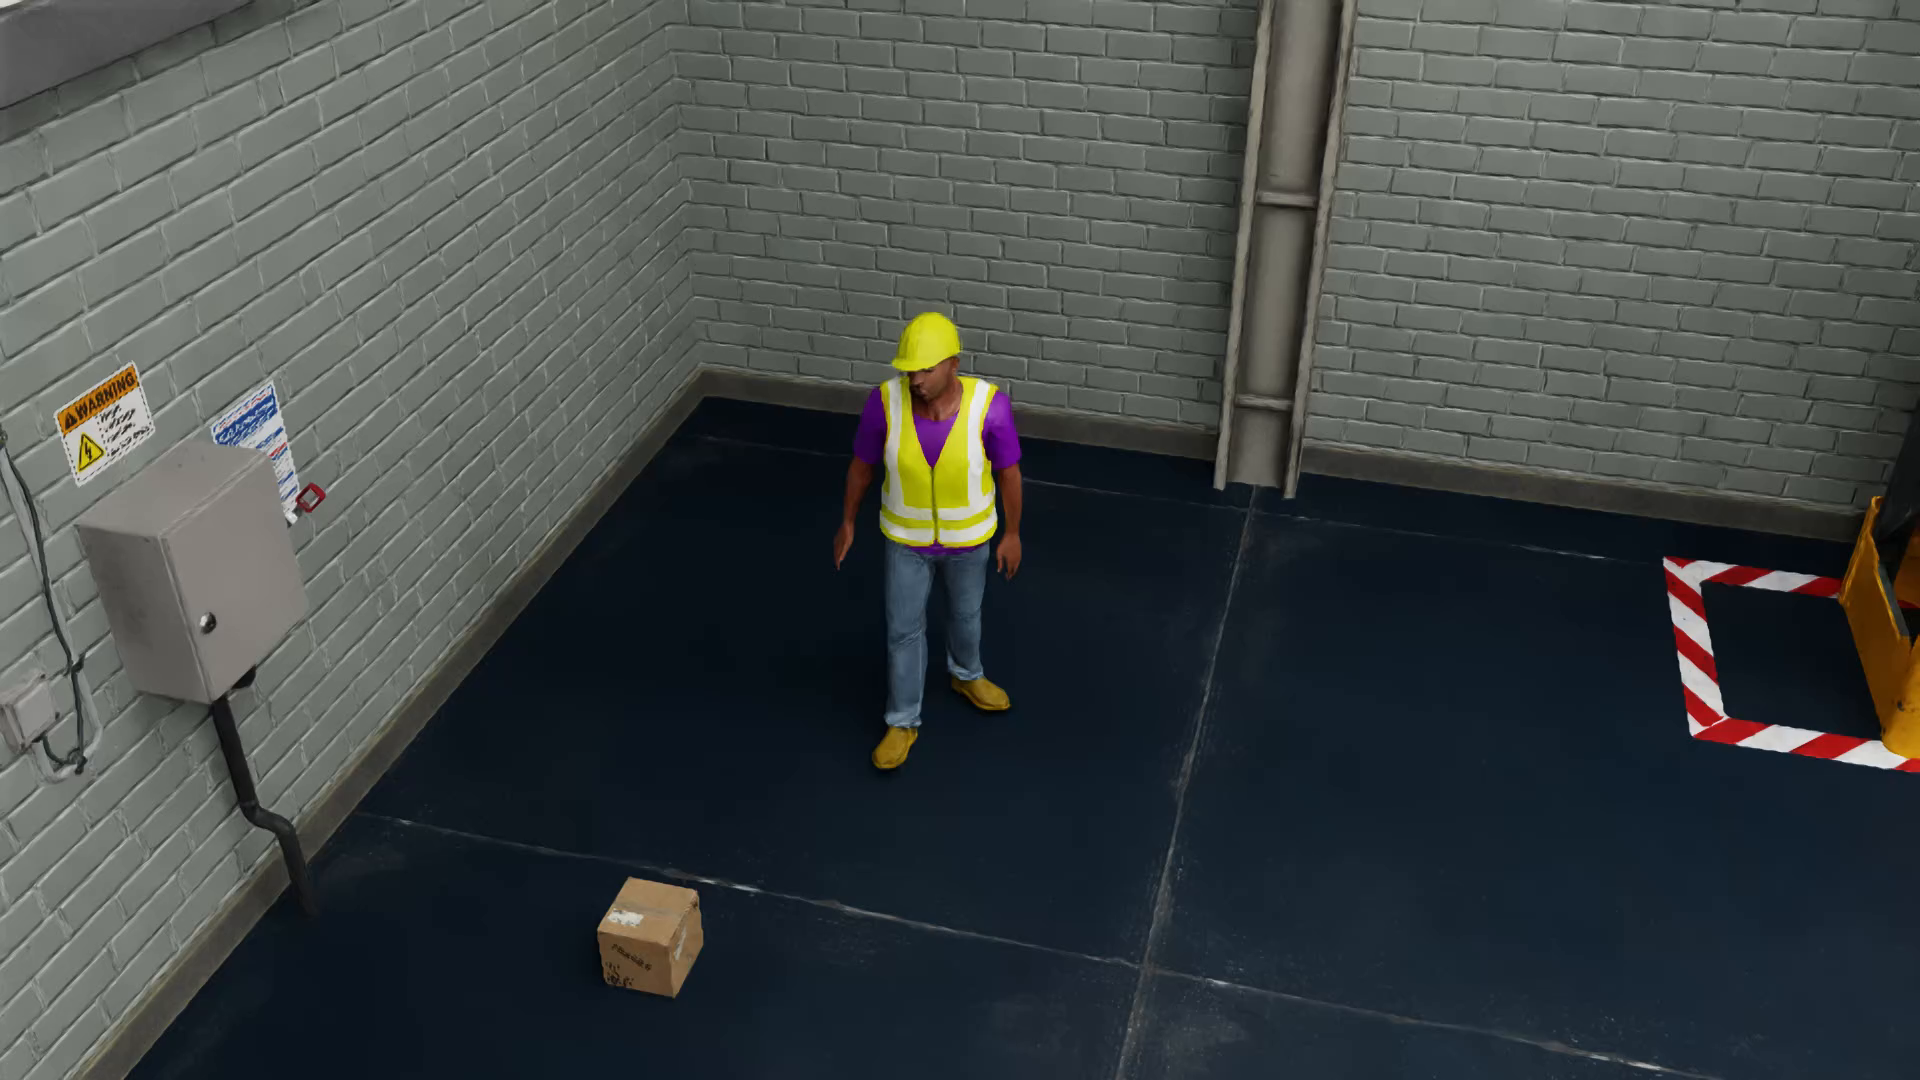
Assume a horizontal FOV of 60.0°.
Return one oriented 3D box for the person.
[{"bbox_3d":[-0.122,-0.001,6.101,0.708,1.766,0.628,0,33,1],"label":"person"}]
